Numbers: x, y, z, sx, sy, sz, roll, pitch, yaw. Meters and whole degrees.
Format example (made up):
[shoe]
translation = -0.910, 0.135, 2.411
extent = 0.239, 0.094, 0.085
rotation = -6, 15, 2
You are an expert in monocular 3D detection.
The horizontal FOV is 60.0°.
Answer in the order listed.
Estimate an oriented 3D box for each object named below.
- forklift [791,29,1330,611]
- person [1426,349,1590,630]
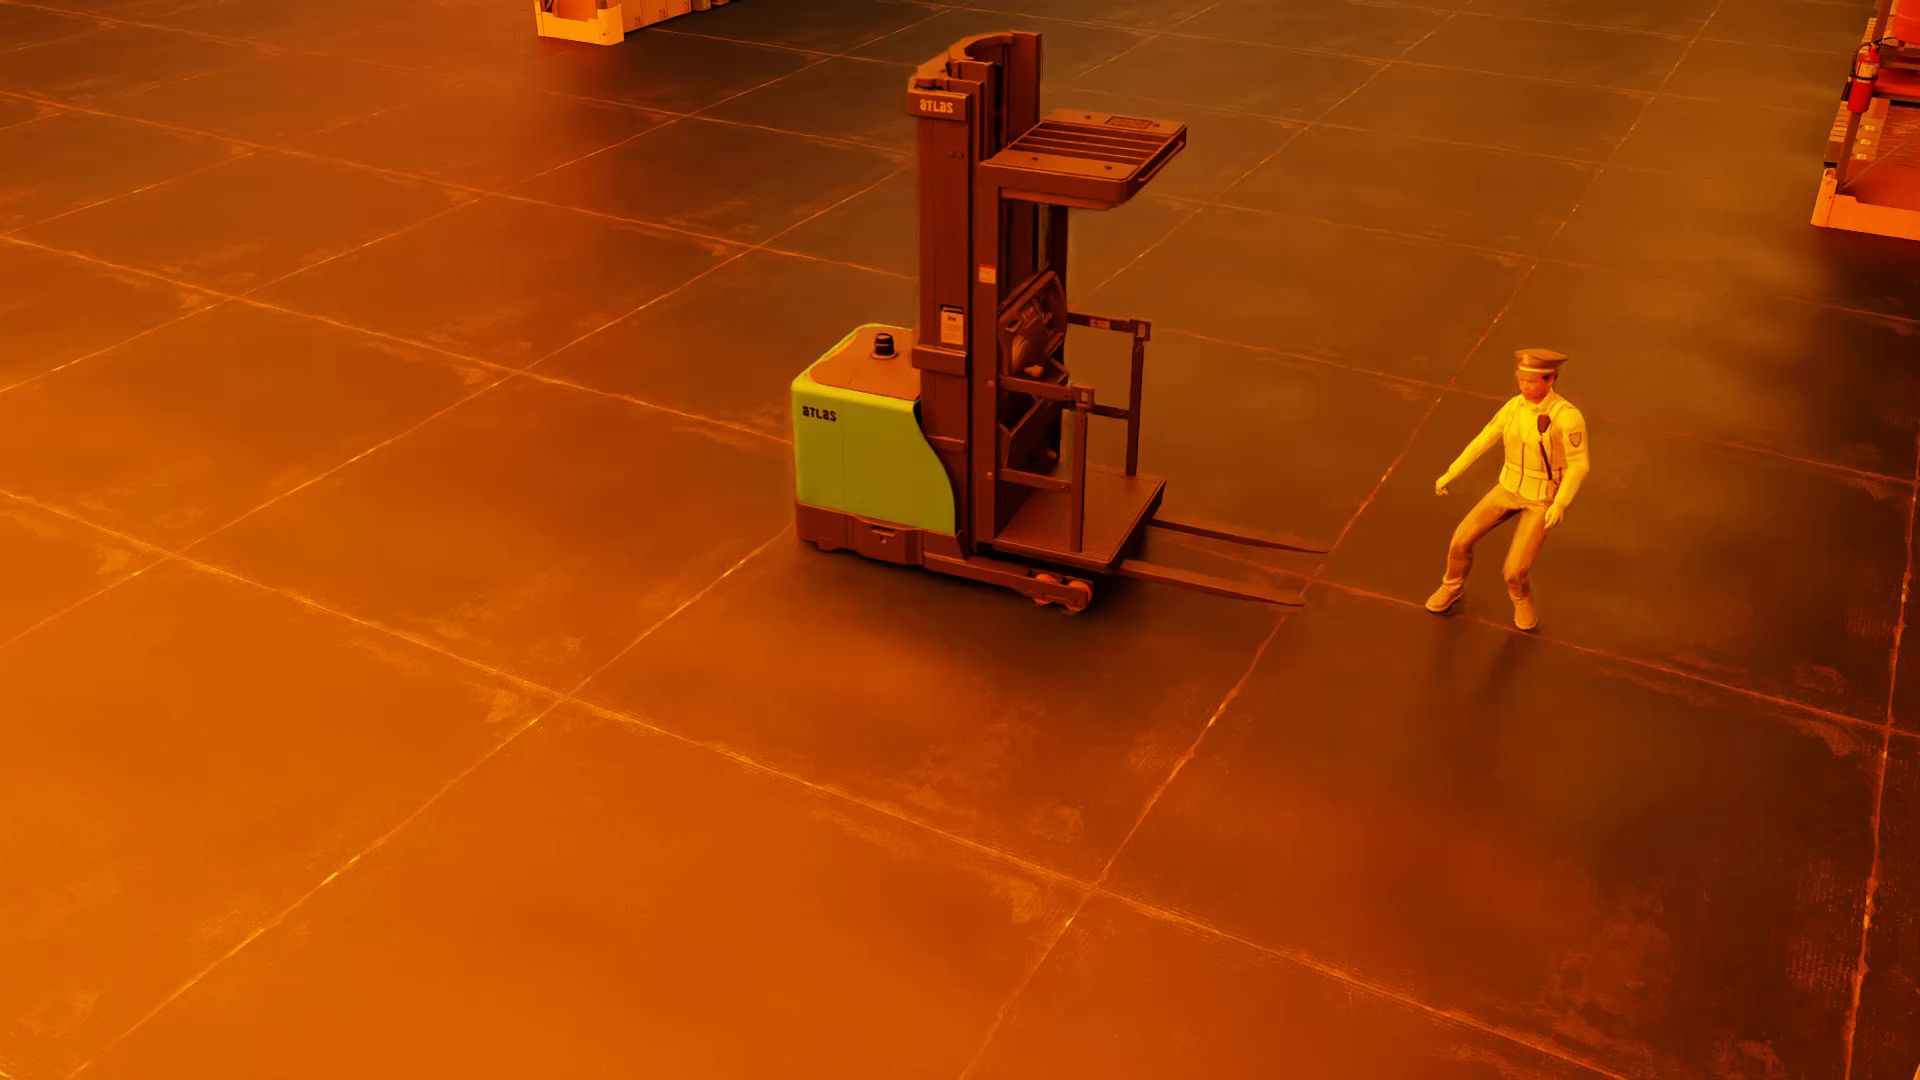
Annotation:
[forklift]
translation = 0.587, -1.173, 9.103
extent = 3.031, 2.935, 1.130
rotation = 12, 32, 20
[person]
translation = 2.928, -0.266, 8.887
extent = 0.470, 1.571, 0.743
rotation = -21, 36, -32
